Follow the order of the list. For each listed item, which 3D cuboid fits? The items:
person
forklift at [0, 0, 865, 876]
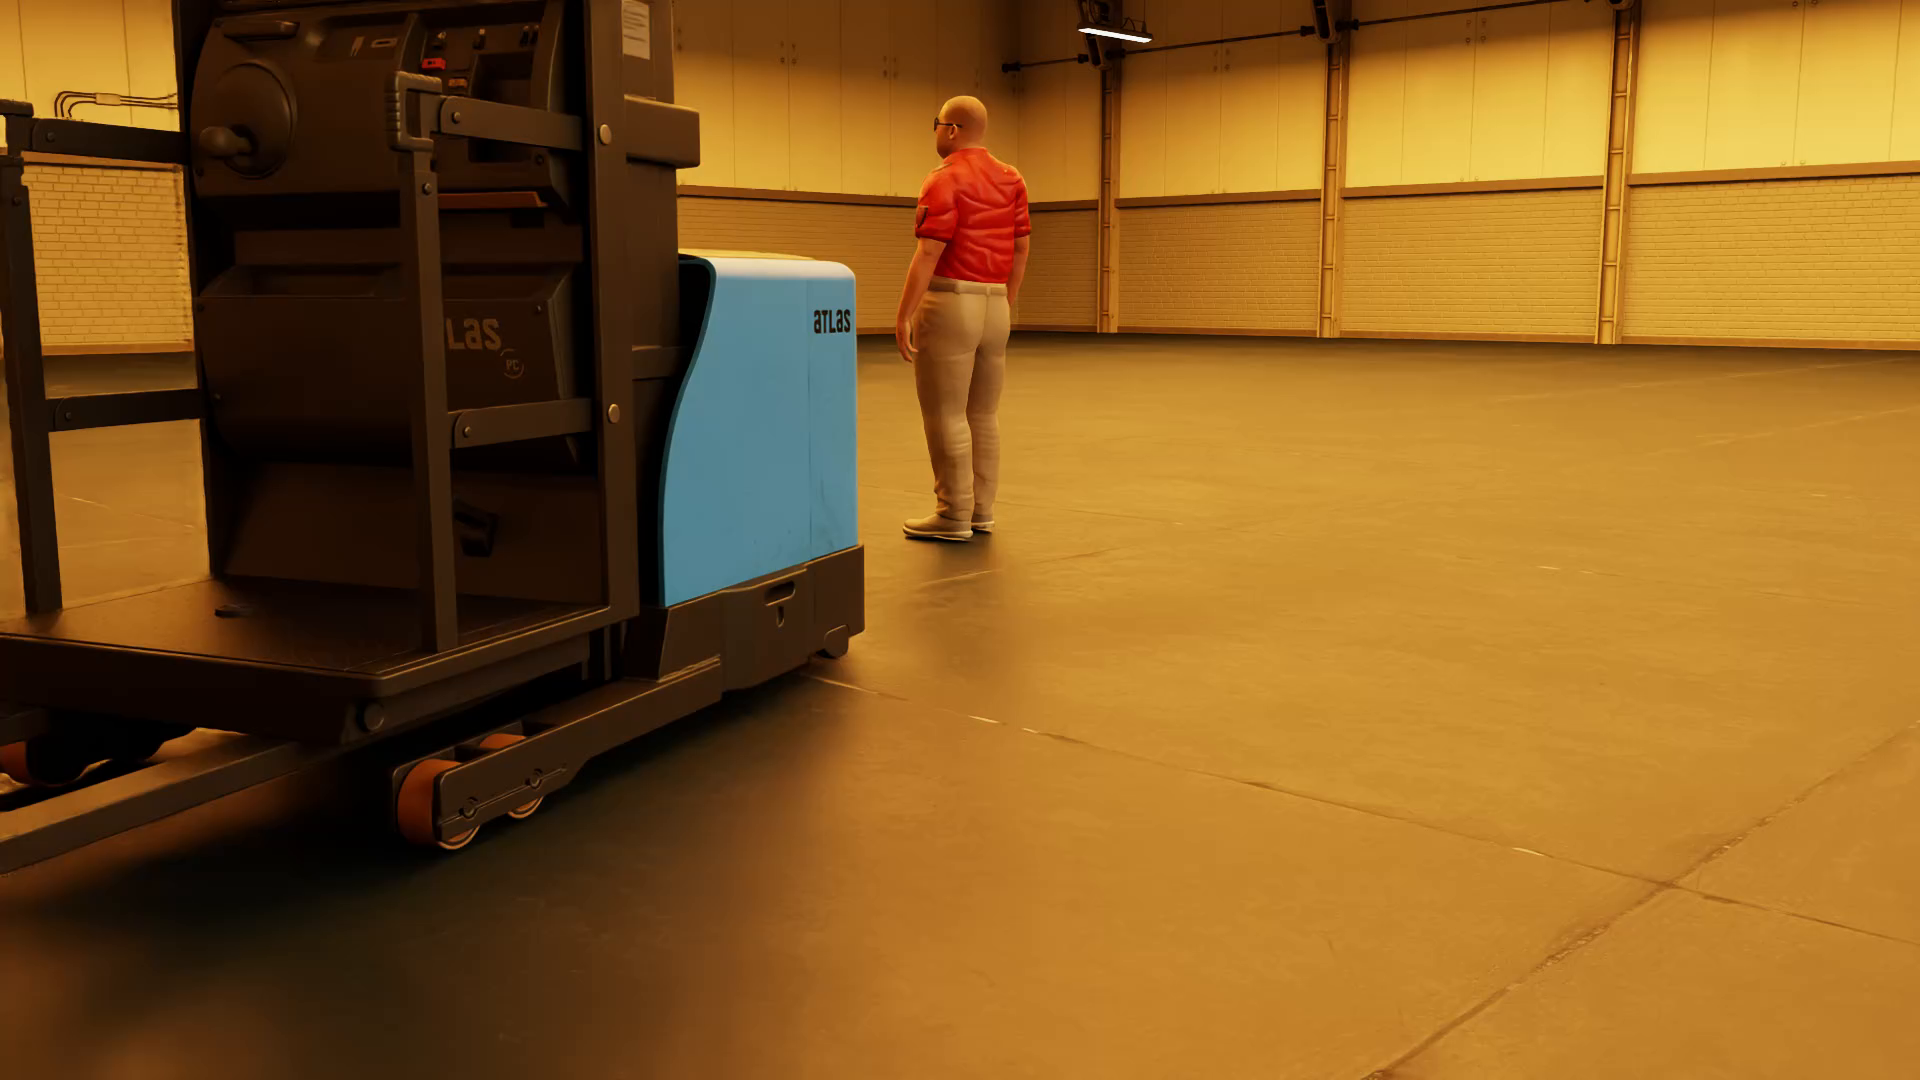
[{"bbox_3d":[-0.057,-0.873,6.657,0.550,1.728,0.641,8,12,43],"label":"person"},{"bbox_3d":[-1.291,-0.960,3.248,1.130,2.935,3.031,3,9,22],"label":"forklift"}]
